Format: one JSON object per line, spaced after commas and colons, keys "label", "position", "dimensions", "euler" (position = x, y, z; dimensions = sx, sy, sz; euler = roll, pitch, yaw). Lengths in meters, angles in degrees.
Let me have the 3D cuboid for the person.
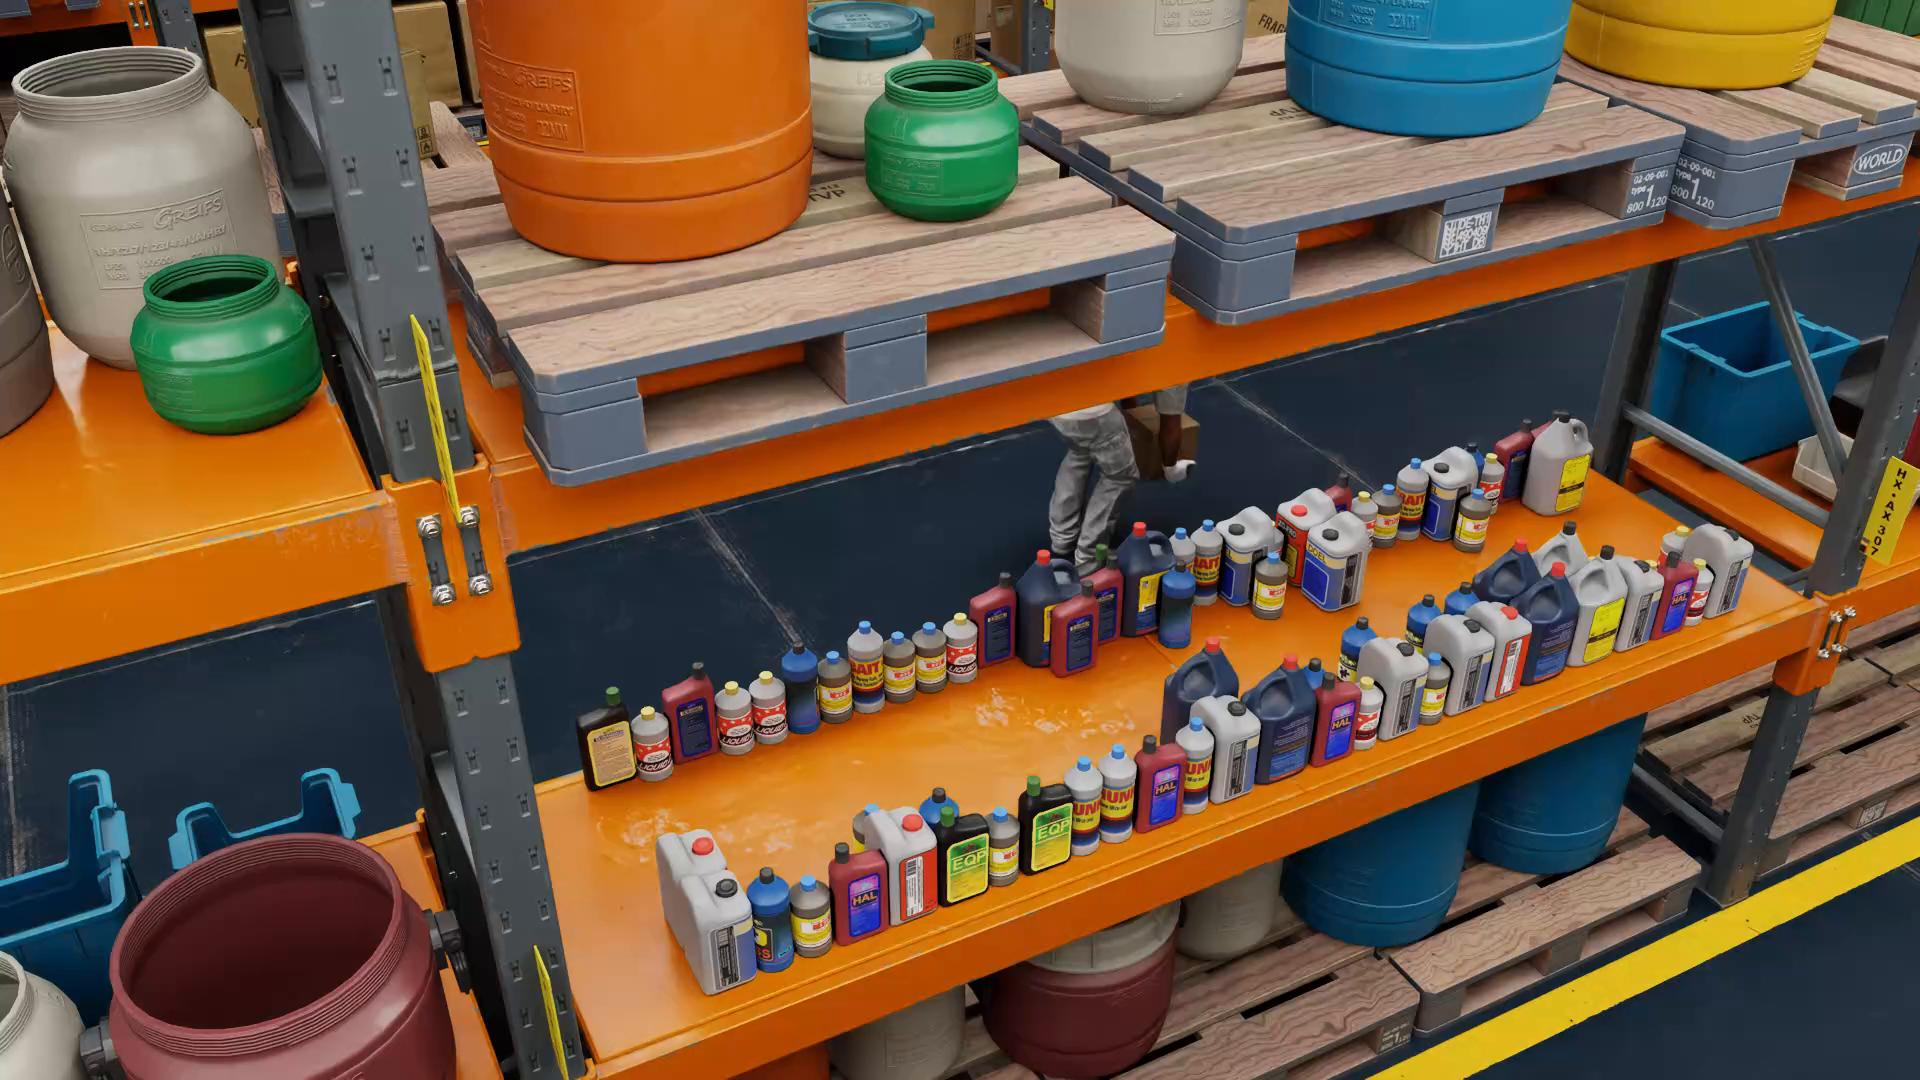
{"label": "person", "position": [0.750, -0.493, 7.399], "dimensions": [0.969, 1.225, 0.482], "euler": [-17, 36, -24]}
